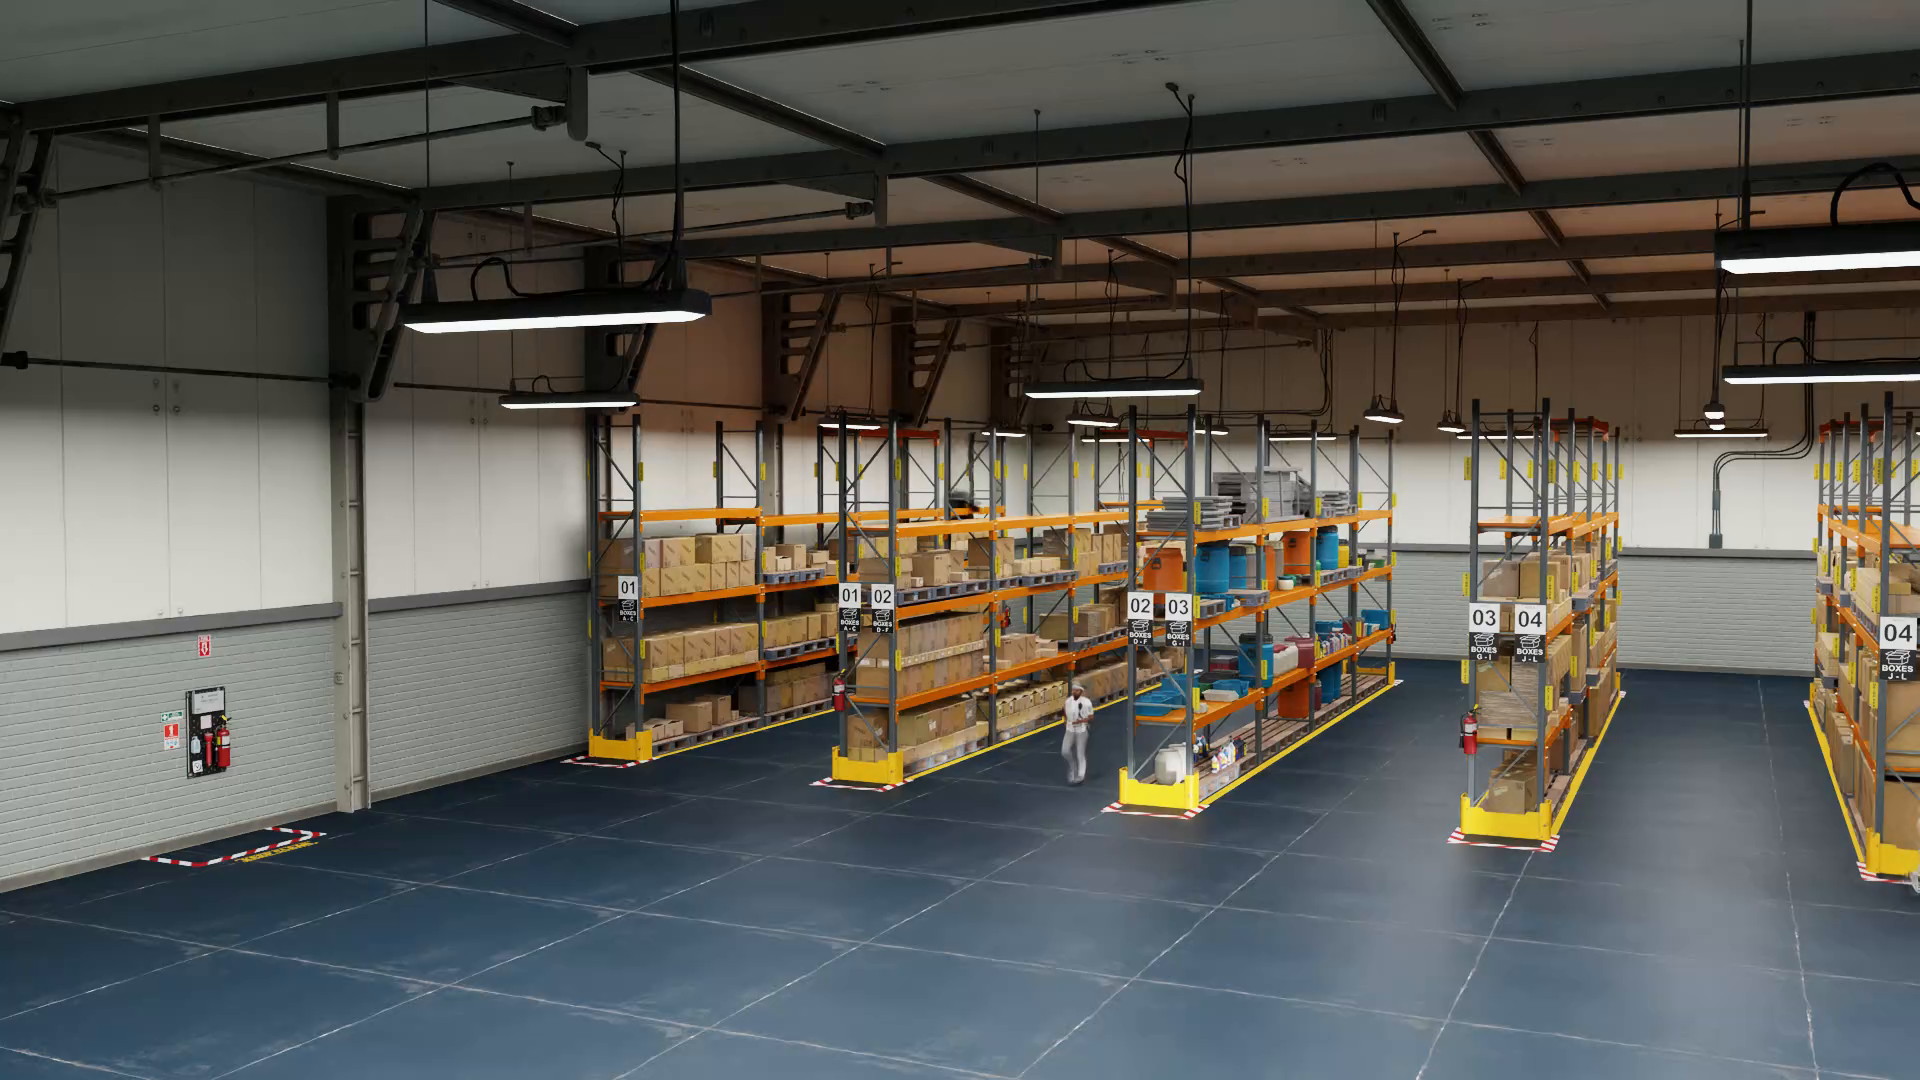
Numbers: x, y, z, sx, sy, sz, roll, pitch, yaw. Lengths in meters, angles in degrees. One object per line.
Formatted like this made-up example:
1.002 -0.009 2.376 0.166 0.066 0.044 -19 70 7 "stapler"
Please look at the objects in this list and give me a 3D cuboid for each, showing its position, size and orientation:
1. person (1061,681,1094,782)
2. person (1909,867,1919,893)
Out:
1.865 3.065 26.589 0.560 1.652 0.660 1 3 24 "person"
11.301 3.440 18.976 0.642 1.635 0.951 -1 3 -23 "person"
